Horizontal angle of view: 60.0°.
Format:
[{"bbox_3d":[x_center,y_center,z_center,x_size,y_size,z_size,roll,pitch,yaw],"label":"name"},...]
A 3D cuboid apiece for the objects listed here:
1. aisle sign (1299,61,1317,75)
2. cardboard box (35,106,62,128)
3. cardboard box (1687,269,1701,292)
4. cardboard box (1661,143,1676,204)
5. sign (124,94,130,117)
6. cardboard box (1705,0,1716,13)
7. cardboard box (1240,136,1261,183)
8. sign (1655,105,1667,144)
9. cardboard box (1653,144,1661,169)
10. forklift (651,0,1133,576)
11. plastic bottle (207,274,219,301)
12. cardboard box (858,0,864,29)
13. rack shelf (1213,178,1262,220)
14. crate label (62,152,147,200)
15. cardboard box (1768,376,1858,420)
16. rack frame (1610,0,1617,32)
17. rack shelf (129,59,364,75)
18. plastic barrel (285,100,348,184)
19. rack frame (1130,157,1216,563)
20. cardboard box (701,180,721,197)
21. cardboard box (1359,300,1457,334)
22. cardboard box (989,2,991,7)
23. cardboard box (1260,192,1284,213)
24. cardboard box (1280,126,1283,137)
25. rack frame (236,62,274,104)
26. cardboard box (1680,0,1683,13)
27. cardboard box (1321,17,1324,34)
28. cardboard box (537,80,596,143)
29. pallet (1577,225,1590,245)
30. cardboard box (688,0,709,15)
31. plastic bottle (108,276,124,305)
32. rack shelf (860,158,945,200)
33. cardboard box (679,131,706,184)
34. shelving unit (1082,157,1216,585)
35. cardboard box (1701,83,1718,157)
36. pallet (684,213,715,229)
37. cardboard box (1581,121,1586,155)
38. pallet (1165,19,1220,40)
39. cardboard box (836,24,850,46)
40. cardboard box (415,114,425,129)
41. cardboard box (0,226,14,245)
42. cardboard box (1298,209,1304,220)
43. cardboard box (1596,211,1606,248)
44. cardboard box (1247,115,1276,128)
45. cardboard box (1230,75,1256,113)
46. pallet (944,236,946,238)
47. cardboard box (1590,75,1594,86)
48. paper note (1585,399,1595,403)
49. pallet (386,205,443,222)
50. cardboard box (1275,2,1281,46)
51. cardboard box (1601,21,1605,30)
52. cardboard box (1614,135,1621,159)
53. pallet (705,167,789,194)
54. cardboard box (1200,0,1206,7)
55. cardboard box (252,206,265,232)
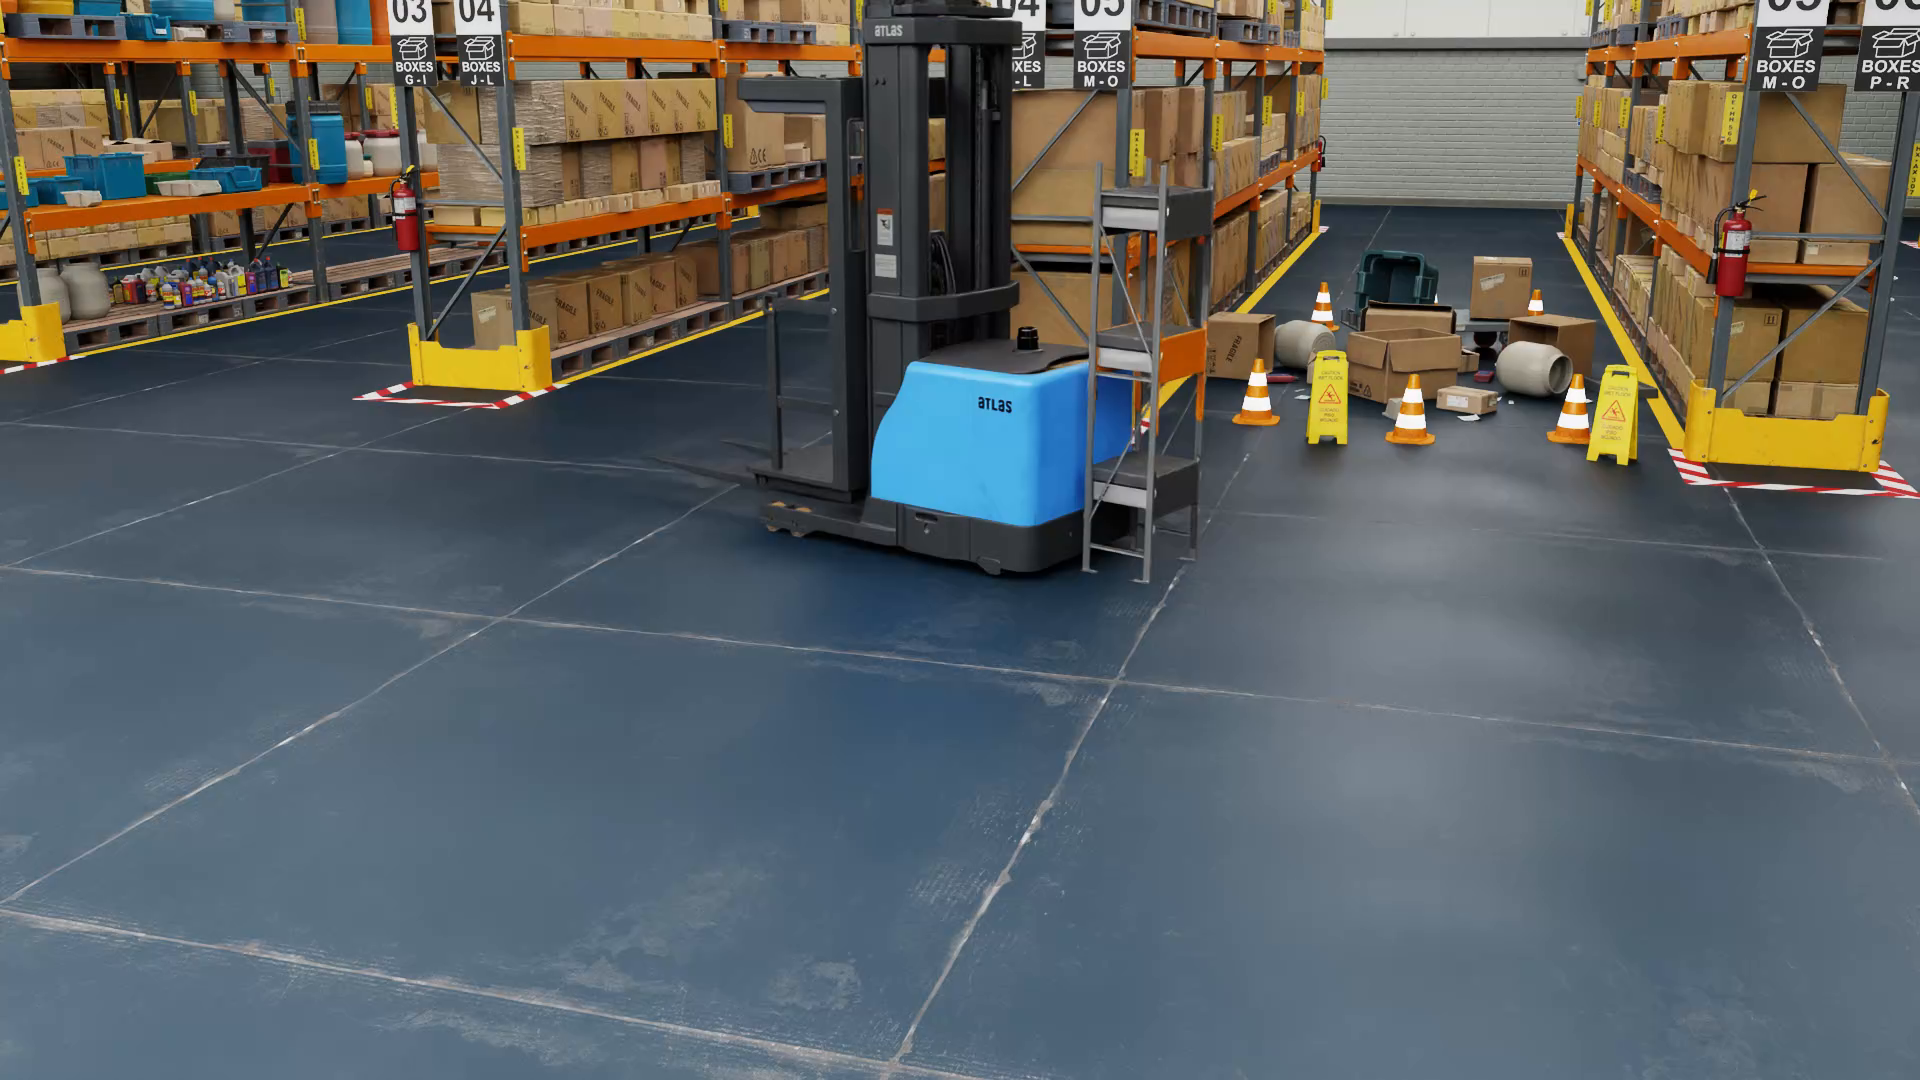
[{"bbox_3d":[5.569,-7.744,26.369,0.394,0.787,0.004,5,16,16],"label":"aisle sign"},{"bbox_3d":[-15.027,-6.810,27.075,0.500,0.500,0.500,5,16,16],"label":"cardboard box"},{"bbox_3d":[5.580,-1.902,12.246,0.380,0.149,0.250,5,17,17],"label":"cardboard box"},{"bbox_3d":[6.232,-3.098,14.026,0.500,0.500,0.500,5,16,16],"label":"cardboard box"},{"bbox_3d":[-11.760,-6.143,23.513,0.100,0.325,0.005,5,16,16],"label":"sign"},{"bbox_3d":[5.803,-4.022,12.247,0.500,0.250,0.500,5,17,16],"label":"cardboard box"},{"bbox_3d":[3.116,-4.314,18.857,0.500,0.500,0.500,5,16,16],"label":"cardboard box"},{"bbox_3d":[6.091,-3.599,14.400,0.100,0.325,0.005,5,16,16],"label":"sign"},{"bbox_3d":[6.676,-3.662,15.245,0.500,0.500,0.500,5,17,16],"label":"cardboard box"},{"bbox_3d":[-0.524,-1.530,9.353,3.031,2.935,1.130,12,20,36],"label":"forklift"},{"bbox_3d":[-7.765,-2.624,17.279,0.097,0.271,0.097,0,16,0],"label":"plastic bottle"},{"bbox_3d":[-1.636,-6.675,20.911,0.797,0.503,0.637,6,17,19],"label":"cardboard box"},{"bbox_3d":[2.418,-3.535,17.613,1.077,0.370,4.000,5,16,16],"label":"rack shelf"},{"bbox_3d":[-8.499,-3.626,16.551,0.502,0.435,0.616,5,16,16],"label":"crate label"},{"bbox_3d":[5.982,-1.023,11.707,0.500,0.250,0.500,4,16,15],"label":"cardboard box"},{"bbox_3d":[8.898,-7.979,20.970,1.000,3.000,0.127,5,16,16],"label":"rack frame"},{"bbox_3d":[-10.668,-7.205,25.054,1.077,0.370,4.000,5,16,16],"label":"rack shelf"},{"bbox_3d":[-7.225,-4.472,18.679,0.600,0.901,0.708,5,16,16],"label":"plastic barrel"},{"bbox_3d":[1.108,-0.923,8.723,0.400,2.100,0.015,12,20,34],"label":"rack frame"},{"bbox_3d":[-2.656,-3.569,16.875,0.380,0.149,0.250,5,16,16],"label":"cardboard box"},{"bbox_3d":[3.818,-1.719,14.220,0.797,0.637,0.503,5,16,16],"label":"cardboard box"},{"bbox_3d":[0.162,-8.371,26.714,0.700,0.500,0.500,4,16,14],"label":"cardboard box"},{"bbox_3d":[3.995,-4.463,22.004,0.500,0.250,0.500,5,17,19],"label":"cardboard box"},{"bbox_3d":[4.126,-5.486,22.321,0.380,0.149,0.250,5,17,16],"label":"cardboard box"},{"bbox_3d":[-13.714,-8.061,32.251,1.000,3.000,0.127,5,16,16],"label":"rack frame"},{"bbox_3d":[6.800,-4.869,15.008,0.500,0.250,0.500,5,17,17],"label":"cardboard box"},{"bbox_3d":[5.373,-7.968,25.787,0.500,0.250,0.500,4,16,14],"label":"cardboard box"},{"bbox_3d":[-3.447,-3.647,14.131,0.500,0.500,0.500,5,16,16],"label":"cardboard box"},{"bbox_3d":[9.883,-4.583,25.100,1.003,0.211,1.213,5,16,16],"label":"pallet"},{"bbox_3d":[-2.692,-5.224,16.297,0.380,0.149,0.250,5,17,18],"label":"cardboard box"},{"bbox_3d":[-8.645,-2.558,17.021,0.061,0.283,0.133,5,17,17],"label":"plastic bottle"},{"bbox_3d":[-1.172,-4.992,22.752,1.077,0.370,4.000,5,16,16],"label":"rack shelf"},{"bbox_3d":[-3.064,-3.847,16.667,0.875,0.500,0.500,5,16,16],"label":"cardboard box"},{"bbox_3d":[0.964,-0.869,8.534,0.431,2.100,0.503,12,20,34],"label":"shelving unit"},{"bbox_3d":[5.575,-2.908,11.525,0.700,0.500,0.500,5,17,16],"label":"cardboard box"},{"bbox_3d":[-4.835,-5.420,28.051,1.003,0.211,1.213,5,16,16],"label":"pallet"},{"bbox_3d":[9.506,-5.950,24.626,0.500,0.500,0.500,4,16,15],"label":"cardboard box"},{"bbox_3d":[2.063,-4.952,16.146,0.805,0.209,1.217,4,16,14],"label":"pallet"},{"bbox_3d":[-1.640,-6.043,19.914,0.500,0.250,0.500,5,16,16],"label":"cardboard box"},{"bbox_3d":[-9.407,-7.056,28.526,0.500,0.500,0.500,5,16,16],"label":"cardboard box"},{"bbox_3d":[-12.017,-3.776,20.386,0.500,0.311,0.500,5,16,16],"label":"cardboard box"},{"bbox_3d":[4.961,-4.898,25.011,0.380,0.149,0.250,5,17,16],"label":"cardboard box"},{"bbox_3d":[9.179,-4.219,22.631,0.875,0.438,0.875,4,16,15],"label":"cardboard box"},{"bbox_3d":[3.898,-5.427,21.567,0.380,0.149,0.250,4,16,14],"label":"cardboard box"},{"bbox_3d":[3.998,-6.267,23.366,0.500,0.500,0.500,4,16,14],"label":"cardboard box"},{"bbox_3d":[-0.750,-4.312,24.147,1.003,0.211,1.213,5,16,16],"label":"pallet"},{"bbox_3d":[9.421,-6.706,24.271,0.380,0.149,0.250,4,16,14],"label":"cardboard box"},{"bbox_3d":[4.943,-1.113,13.198,0.142,0.019,0.148,-1,16,-3],"label":"paper note"},{"bbox_3d":[-9.559,-5.789,29.353,1.003,0.211,1.213,5,16,16],"label":"pallet"},{"bbox_3d":[3.539,-6.155,19.854,0.500,0.500,0.500,5,16,16],"label":"cardboard box"},{"bbox_3d":[9.505,-7.445,24.092,0.380,0.149,0.250,5,17,18],"label":"cardboard box"},{"bbox_3d":[7.798,-4.496,19.042,0.500,0.250,0.500,4,16,14],"label":"cardboard box"},{"bbox_3d":[-2.520,-3.865,17.811,1.003,0.211,1.213,5,16,16],"label":"pallet"},{"bbox_3d":[1.910,-4.676,14.329,0.380,0.149,0.250,5,17,17],"label":"cardboard box"},{"bbox_3d":[-10.690,-4.828,24.628,0.500,0.500,0.500,4,16,14],"label":"cardboard box"}]
